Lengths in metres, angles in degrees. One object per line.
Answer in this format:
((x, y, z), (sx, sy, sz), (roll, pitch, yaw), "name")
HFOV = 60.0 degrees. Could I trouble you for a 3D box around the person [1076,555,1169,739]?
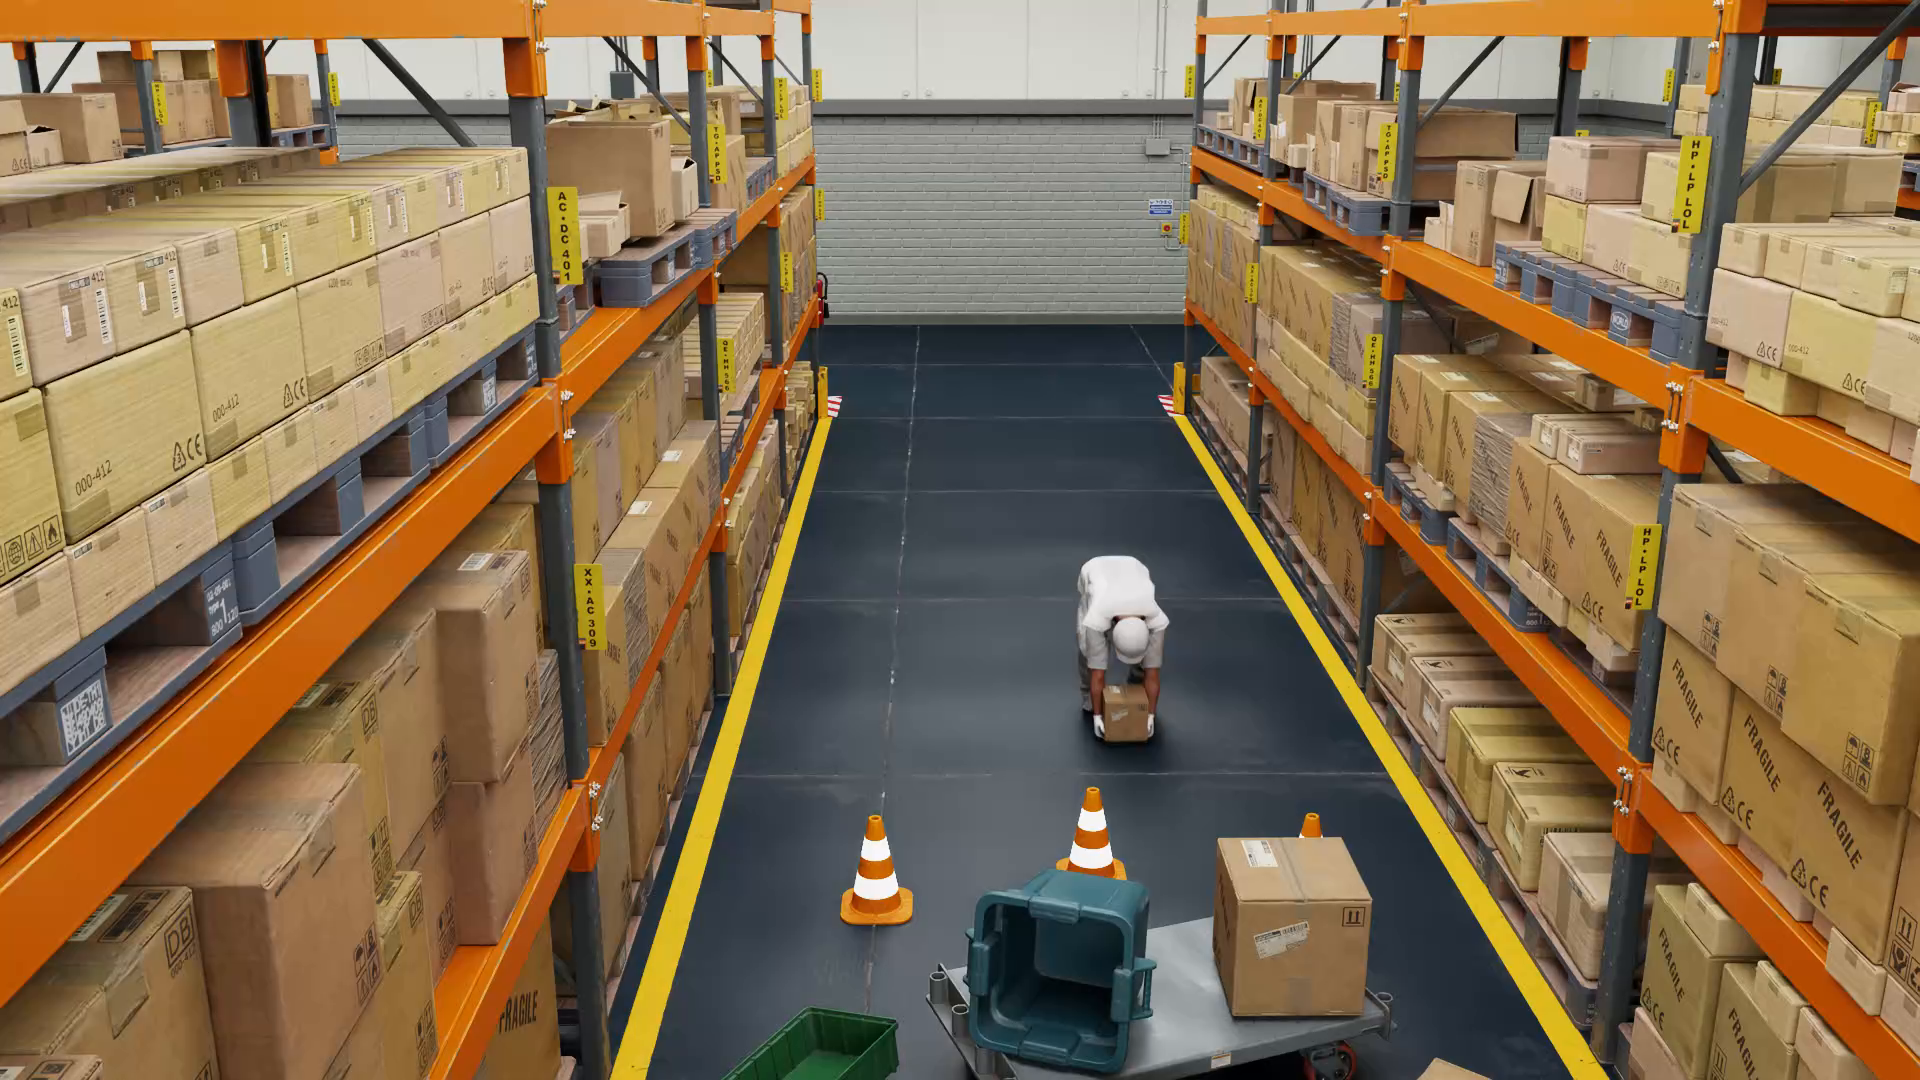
((0.963, 0.618, 9.911), (0.525, 0.945, 0.982), (-1, 17, -3), "person")
